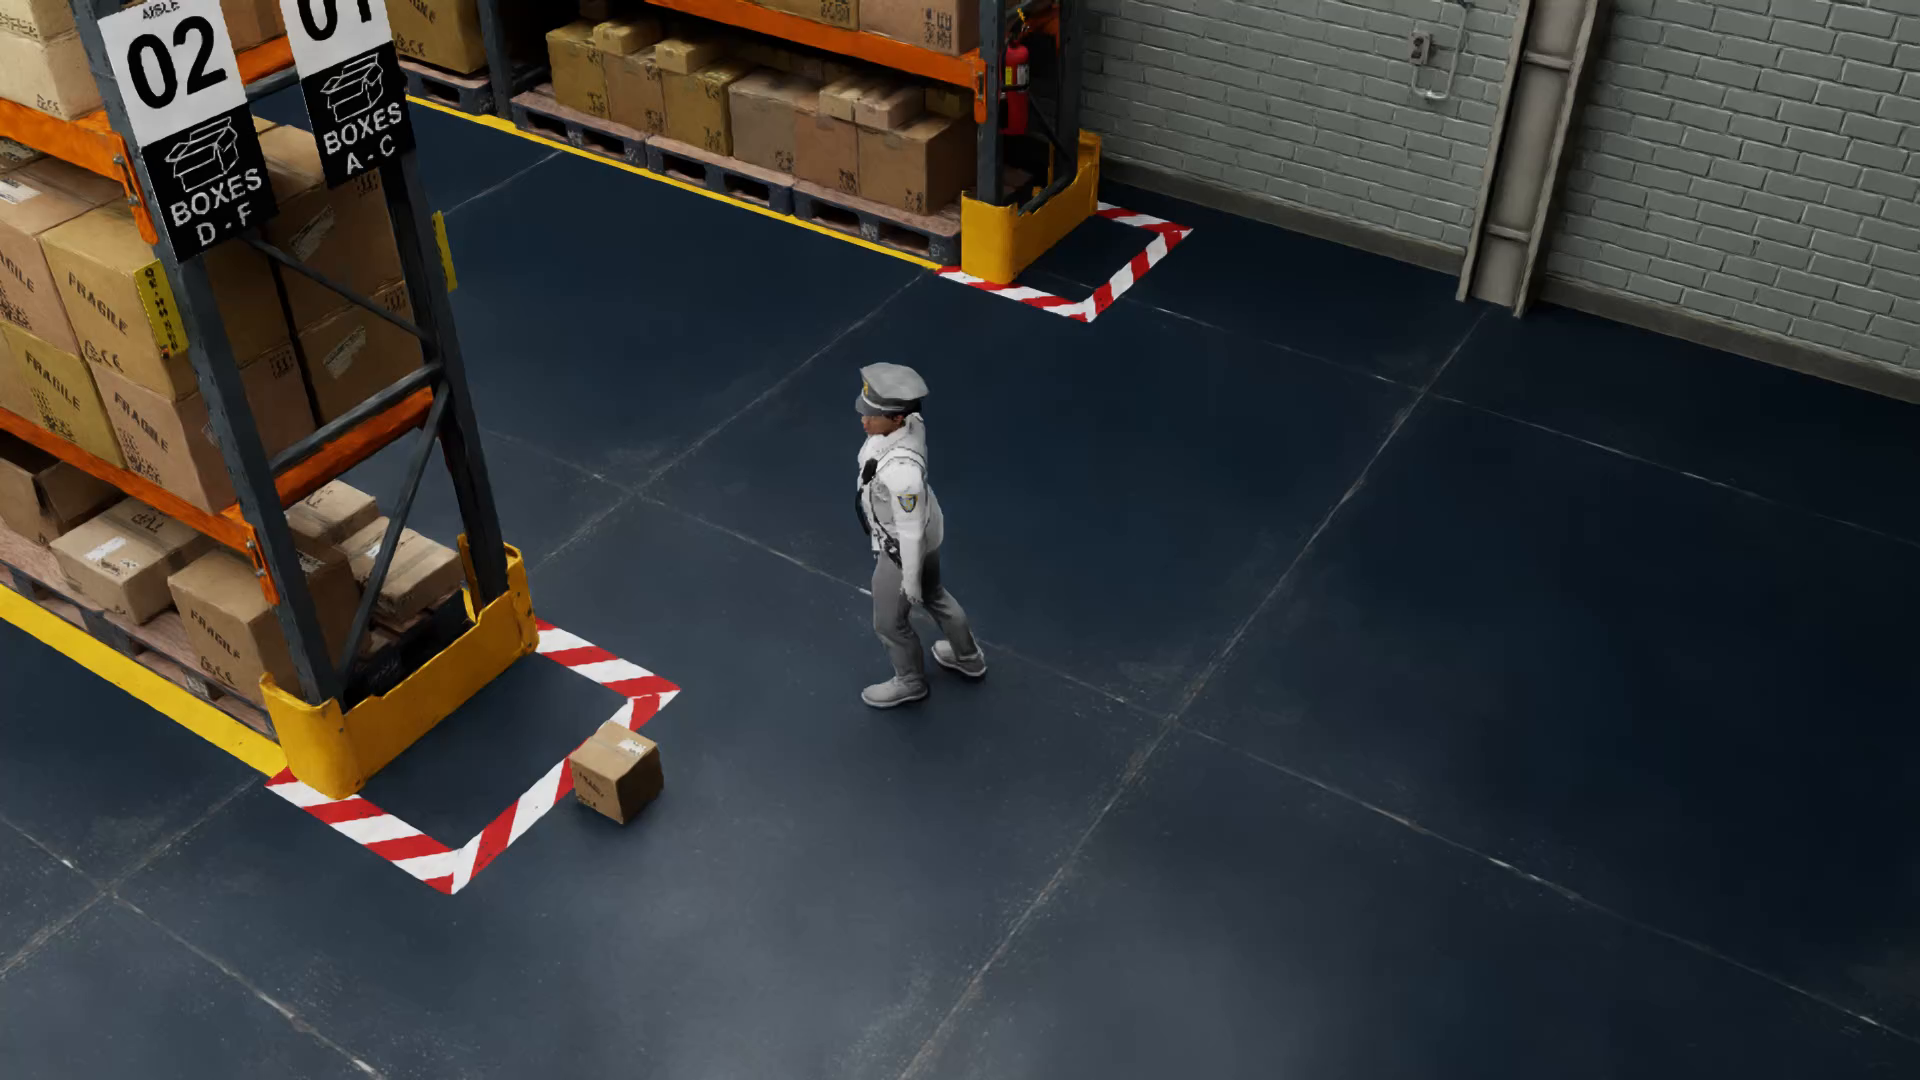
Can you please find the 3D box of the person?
[{"bbox_3d":[-0.153,0.004,6.666,0.535,1.666,0.519,0,39,1],"label":"person"}]
